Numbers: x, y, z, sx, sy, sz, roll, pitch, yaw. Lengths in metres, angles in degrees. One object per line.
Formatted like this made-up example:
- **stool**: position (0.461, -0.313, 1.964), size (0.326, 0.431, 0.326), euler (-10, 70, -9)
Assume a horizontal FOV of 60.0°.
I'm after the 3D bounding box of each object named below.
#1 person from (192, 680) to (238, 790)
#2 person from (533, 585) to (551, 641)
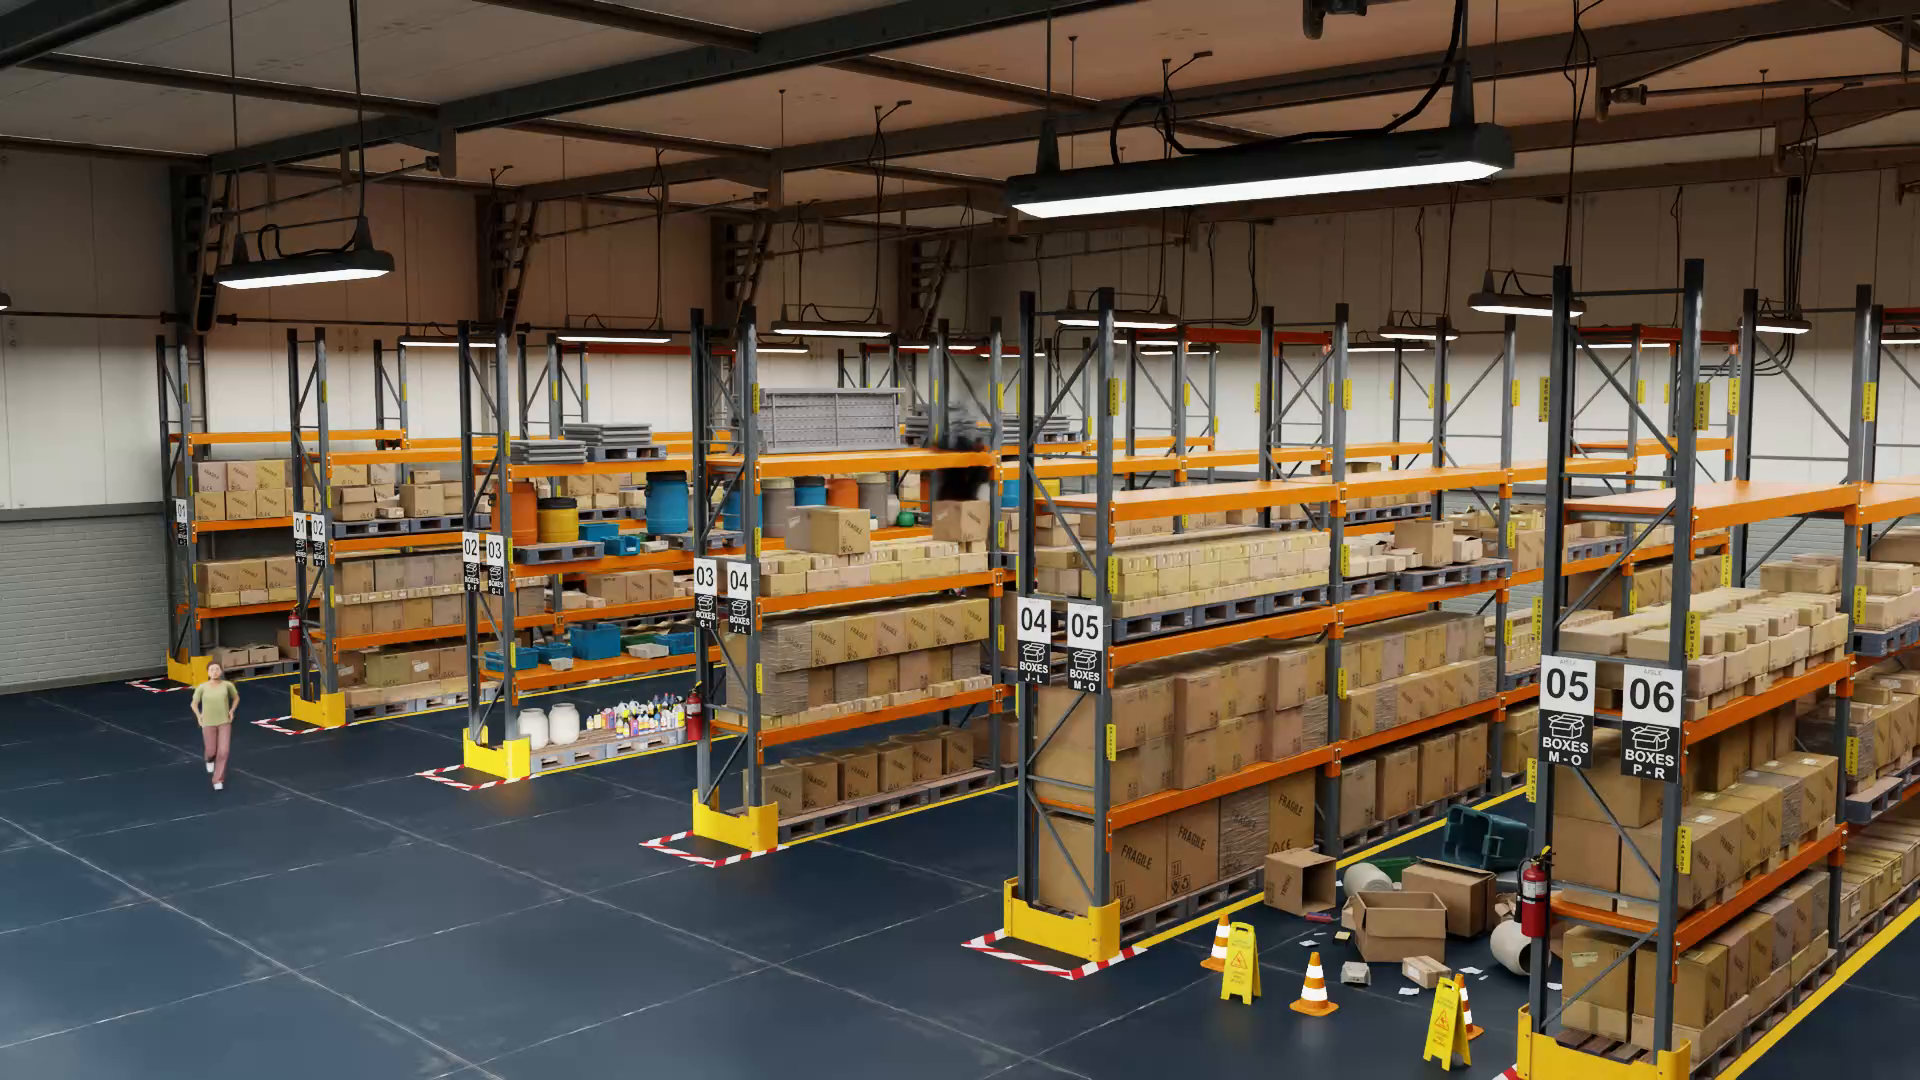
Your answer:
- **person**: position (-9.532, 2.479, 21.342), size (0.542, 1.378, 0.677), euler (-3, 6, -29)
- **person**: position (-7.780, 1.452, 30.688), size (0.589, 1.653, 0.528), euler (5, 7, 41)
